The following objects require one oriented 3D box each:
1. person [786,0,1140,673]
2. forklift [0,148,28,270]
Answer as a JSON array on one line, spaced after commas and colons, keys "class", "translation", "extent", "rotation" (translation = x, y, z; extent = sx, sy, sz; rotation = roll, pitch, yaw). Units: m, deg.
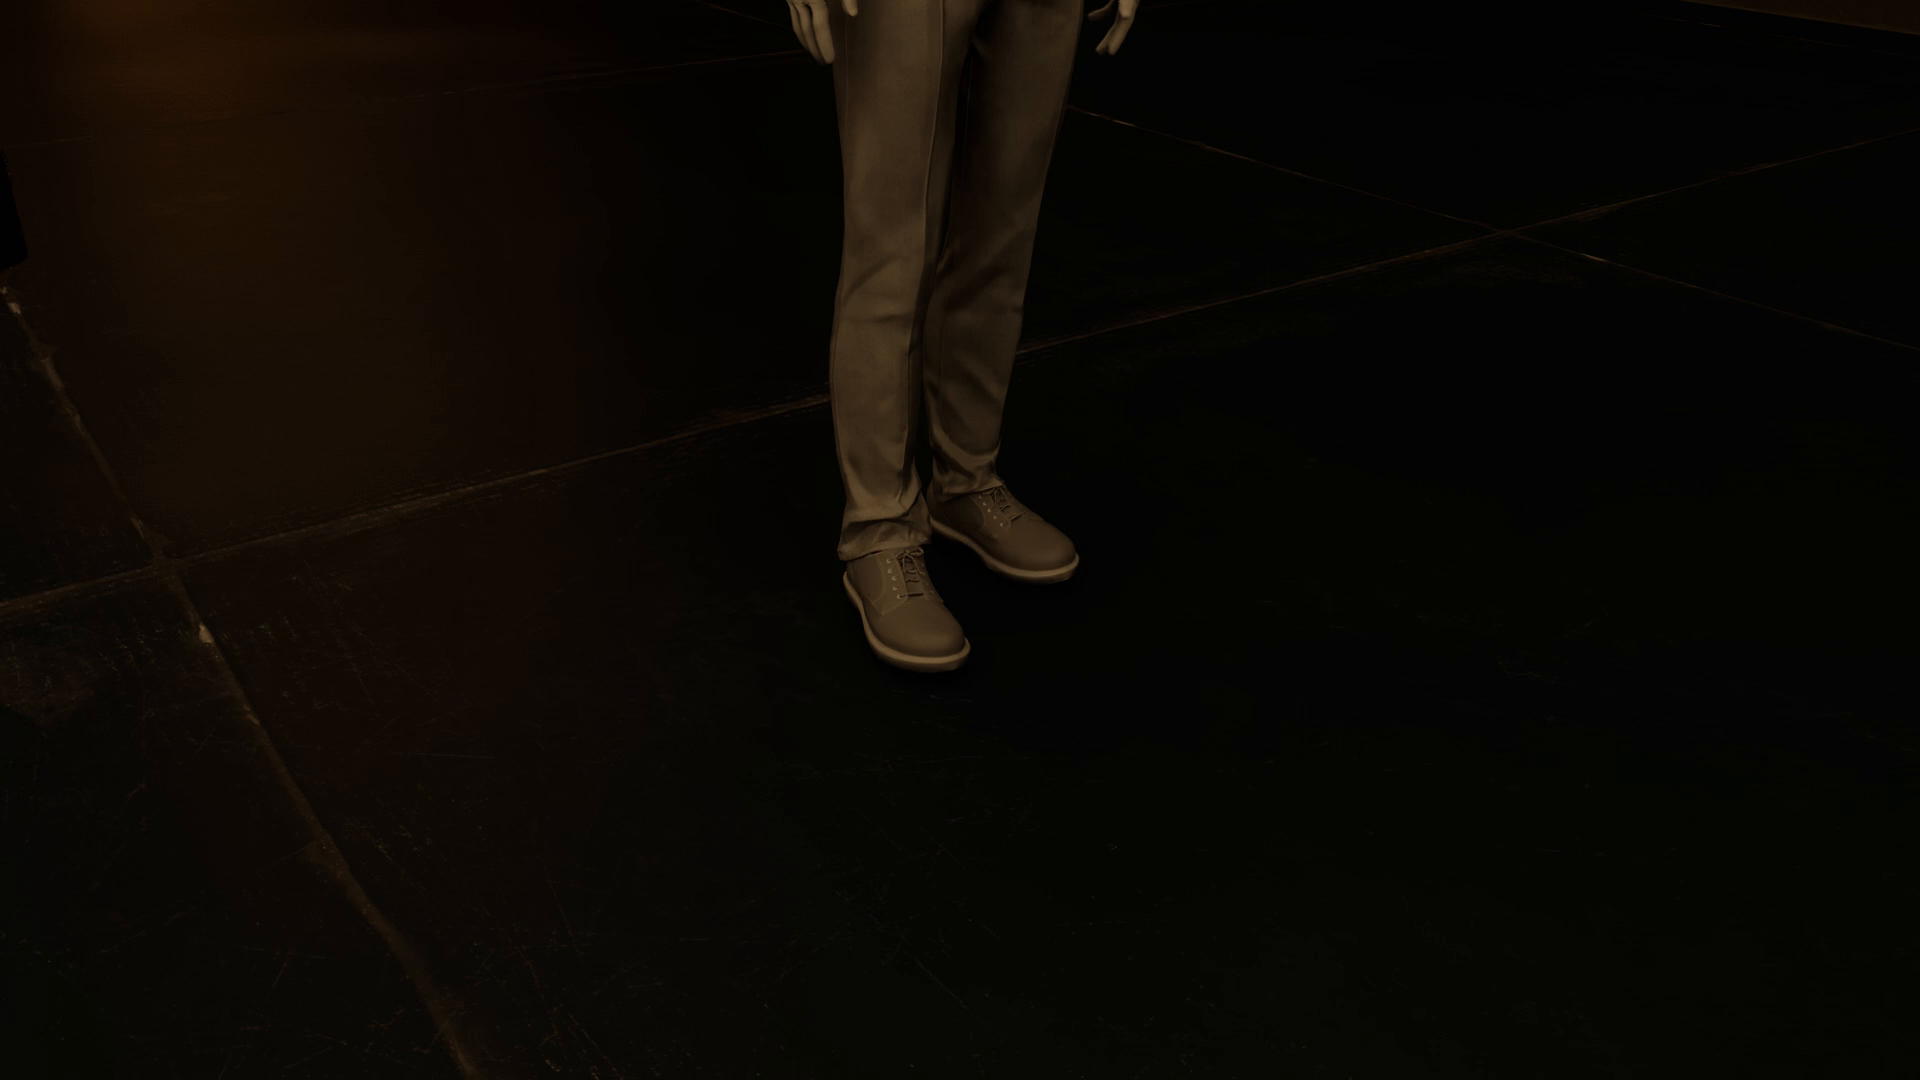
[{"class": "person", "translation": [0.034, -0.737, 2.063], "extent": [0.588, 1.695, 0.531], "rotation": [-17, 31, -31]}, {"class": "forklift", "translation": [-3.549, -1.881, 2.980], "extent": [3.031, 2.935, 1.130], "rotation": [10, 28, 19]}]
